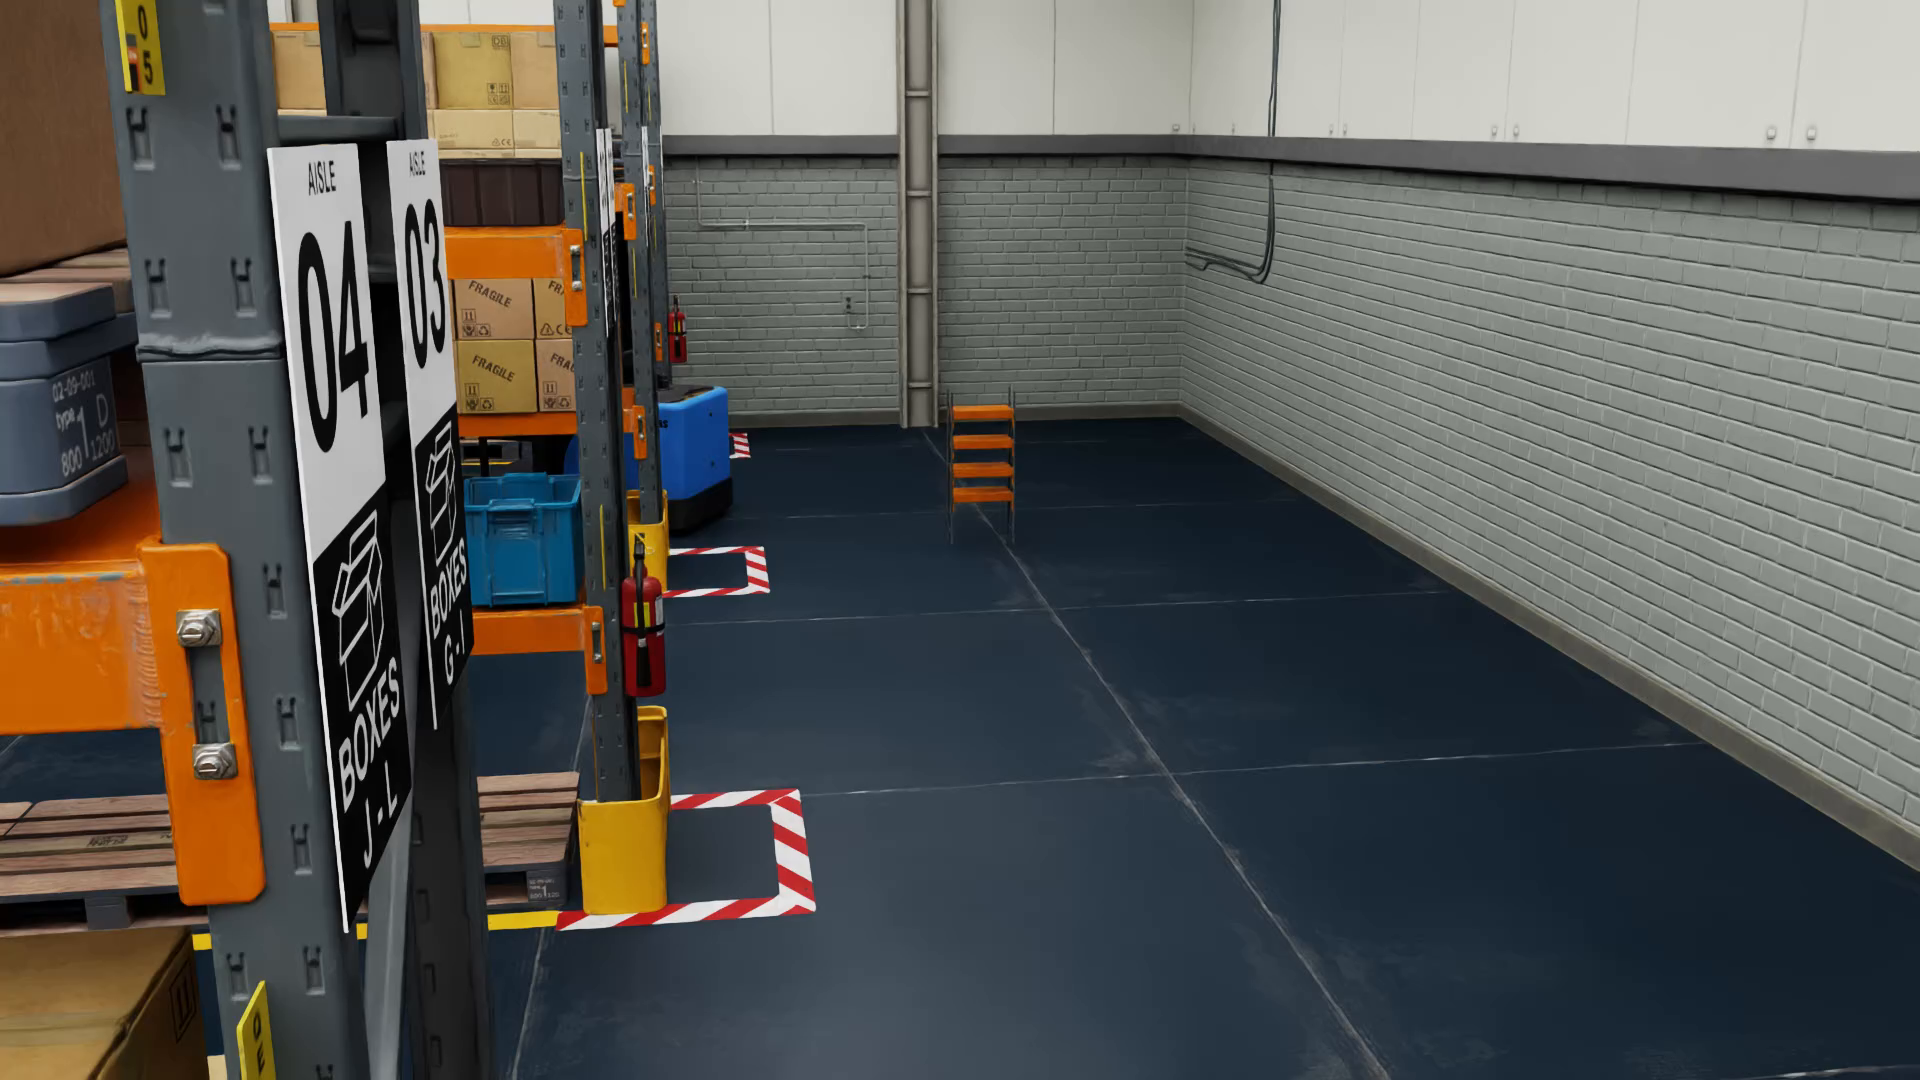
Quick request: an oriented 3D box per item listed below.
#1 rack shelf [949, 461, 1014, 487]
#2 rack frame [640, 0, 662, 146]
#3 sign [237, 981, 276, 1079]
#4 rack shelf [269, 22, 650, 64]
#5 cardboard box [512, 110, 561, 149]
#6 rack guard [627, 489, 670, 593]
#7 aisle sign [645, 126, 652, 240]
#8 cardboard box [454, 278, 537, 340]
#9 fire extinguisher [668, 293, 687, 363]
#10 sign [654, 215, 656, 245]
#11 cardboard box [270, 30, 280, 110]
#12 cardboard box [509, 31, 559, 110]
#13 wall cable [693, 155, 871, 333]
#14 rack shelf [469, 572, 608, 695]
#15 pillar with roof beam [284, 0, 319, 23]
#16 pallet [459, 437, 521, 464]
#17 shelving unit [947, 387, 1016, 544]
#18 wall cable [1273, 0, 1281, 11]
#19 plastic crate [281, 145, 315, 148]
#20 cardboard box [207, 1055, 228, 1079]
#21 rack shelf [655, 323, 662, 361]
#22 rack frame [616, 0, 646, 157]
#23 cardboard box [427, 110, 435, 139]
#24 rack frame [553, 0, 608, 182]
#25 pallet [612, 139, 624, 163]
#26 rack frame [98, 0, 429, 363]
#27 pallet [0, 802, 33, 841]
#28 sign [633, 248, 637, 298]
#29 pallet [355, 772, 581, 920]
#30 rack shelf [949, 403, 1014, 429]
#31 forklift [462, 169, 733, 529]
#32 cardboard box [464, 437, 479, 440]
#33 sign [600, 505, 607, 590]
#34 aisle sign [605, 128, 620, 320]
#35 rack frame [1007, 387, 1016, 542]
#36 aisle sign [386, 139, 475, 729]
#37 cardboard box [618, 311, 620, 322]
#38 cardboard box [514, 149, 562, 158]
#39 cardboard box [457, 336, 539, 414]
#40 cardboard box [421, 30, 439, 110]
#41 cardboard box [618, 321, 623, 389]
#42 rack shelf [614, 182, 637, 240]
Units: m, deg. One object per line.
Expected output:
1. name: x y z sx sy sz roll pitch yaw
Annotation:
1. rack shelf: 0.164 -0.523 13.116 0.480 0.148 0.258 -2 14 -8
2. rack frame: -2.992 -5.317 15.924 0.127 3.000 1.000 -2 14 -8
3. sign: -0.711 0.622 1.709 0.005 0.325 0.100 -2 14 -8
4. rack shelf: -4.969 -4.702 15.771 4.000 0.370 1.077 -2 14 -8
5. cardboard box: -2.720 -2.760 11.177 0.500 0.250 0.500 -2 14 -8
6. rack guard: -2.325 -0.001 12.196 0.348 0.500 1.175 -2 14 -8
7. aisle sign: -2.226 -2.550 11.878 0.004 0.787 0.394 -2 14 -8
8. cardboard box: -3.149 -1.648 11.367 0.500 0.500 0.500 -2 14 -7
9. fire extinguisher: -2.774 -2.083 16.288 0.183 0.674 0.296 -2 14 -8
10. sign: -2.925 -2.953 15.962 0.005 0.325 0.100 -2 14 -8
11. cardboard box: -4.721 -3.090 10.948 0.500 0.500 0.700 -2 14 -8
12. cardboard box: -2.755 -3.182 11.314 0.500 0.500 0.700 -2 14 -8
13. wall cable: -1.866 -3.174 17.623 1.851 1.984 0.084 -2 14 -8
14. rack shelf: -3.493 0.397 6.950 4.000 0.370 1.077 -2 14 -8
15. pillar with roof beam: -5.742 -4.370 12.148 0.400 9.000 9.100 -2 14 -8
16. pallet: -4.974 -0.963 16.629 1.213 0.211 1.003 -2 14 -8
17. shelving unit: 0.164 -0.588 13.100 0.503 1.200 0.258 -2 14 -8
18. wall cable: 3.058 -5.729 13.567 0.112 2.526 3.097 -2 14 -8
19. plastic crate: -3.067 -1.460 6.837 0.767 0.338 0.504 -2 14 -8
20. cardboard box: -1.293 1.048 2.573 0.500 0.250 0.500 -2 14 -10
21. rack shelf: -4.969 -1.986 16.452 4.000 0.370 1.077 -2 14 -8
22. rack frame: -2.250 -4.126 11.173 0.127 3.000 1.000 -2 14 -8
23. cardboard box: -3.709 -2.725 11.036 0.500 0.250 0.500 -2 14 -8
24. rack frame: -1.516 -2.934 6.422 0.127 3.000 1.000 -2 14 -8
25. pallet: -3.724 -3.790 16.182 1.213 0.211 1.003 -2 14 -8
26. rack frame: -0.778 -1.743 1.671 0.127 3.000 1.000 -2 14 -8
27. pallet: -4.750 1.437 7.056 1.213 0.211 1.003 -2 14 -8
28. sign: -2.187 -1.796 11.189 0.005 0.325 0.100 -2 14 -8
29. pallet: -2.337 1.349 7.409 1.213 0.211 1.003 -2 14 -8
30. rack shelf: 0.164 -0.969 13.004 0.480 0.148 0.258 -2 14 -8
31. forklift: -3.508 -1.649 13.773 3.031 2.935 1.130 4 15 14
32. cardboard box: -4.661 -1.312 16.564 0.500 0.500 0.700 -3 14 -10
33. sign: -1.418 0.028 6.606 0.005 0.325 0.100 -2 14 -8
34. aisle sign: -1.489 -1.359 7.131 0.004 0.787 0.394 -2 14 -8
35. rack frame: 0.405 -0.597 13.135 0.015 1.200 0.240 -2 14 -8
36. aisle sign: -0.751 -0.168 2.383 0.004 0.787 0.394 -2 14 -8
37. cardboard box: -2.728 -1.797 11.958 0.500 0.500 0.500 -2 14 -7
38. cardboard box: -2.719 -2.516 11.229 0.500 0.250 0.500 -2 14 -8
39. cardboard box: -3.165 -1.163 11.487 0.500 0.500 0.500 -2 14 -8
40. cardboard box: -3.741 -3.140 11.148 0.500 0.500 0.700 -2 14 -8
41. cardboard box: -2.728 -1.312 12.080 0.500 0.500 0.500 -2 14 -7
42. rack shelf: -4.228 -2.249 11.337 4.000 0.370 1.077 -2 14 -8
